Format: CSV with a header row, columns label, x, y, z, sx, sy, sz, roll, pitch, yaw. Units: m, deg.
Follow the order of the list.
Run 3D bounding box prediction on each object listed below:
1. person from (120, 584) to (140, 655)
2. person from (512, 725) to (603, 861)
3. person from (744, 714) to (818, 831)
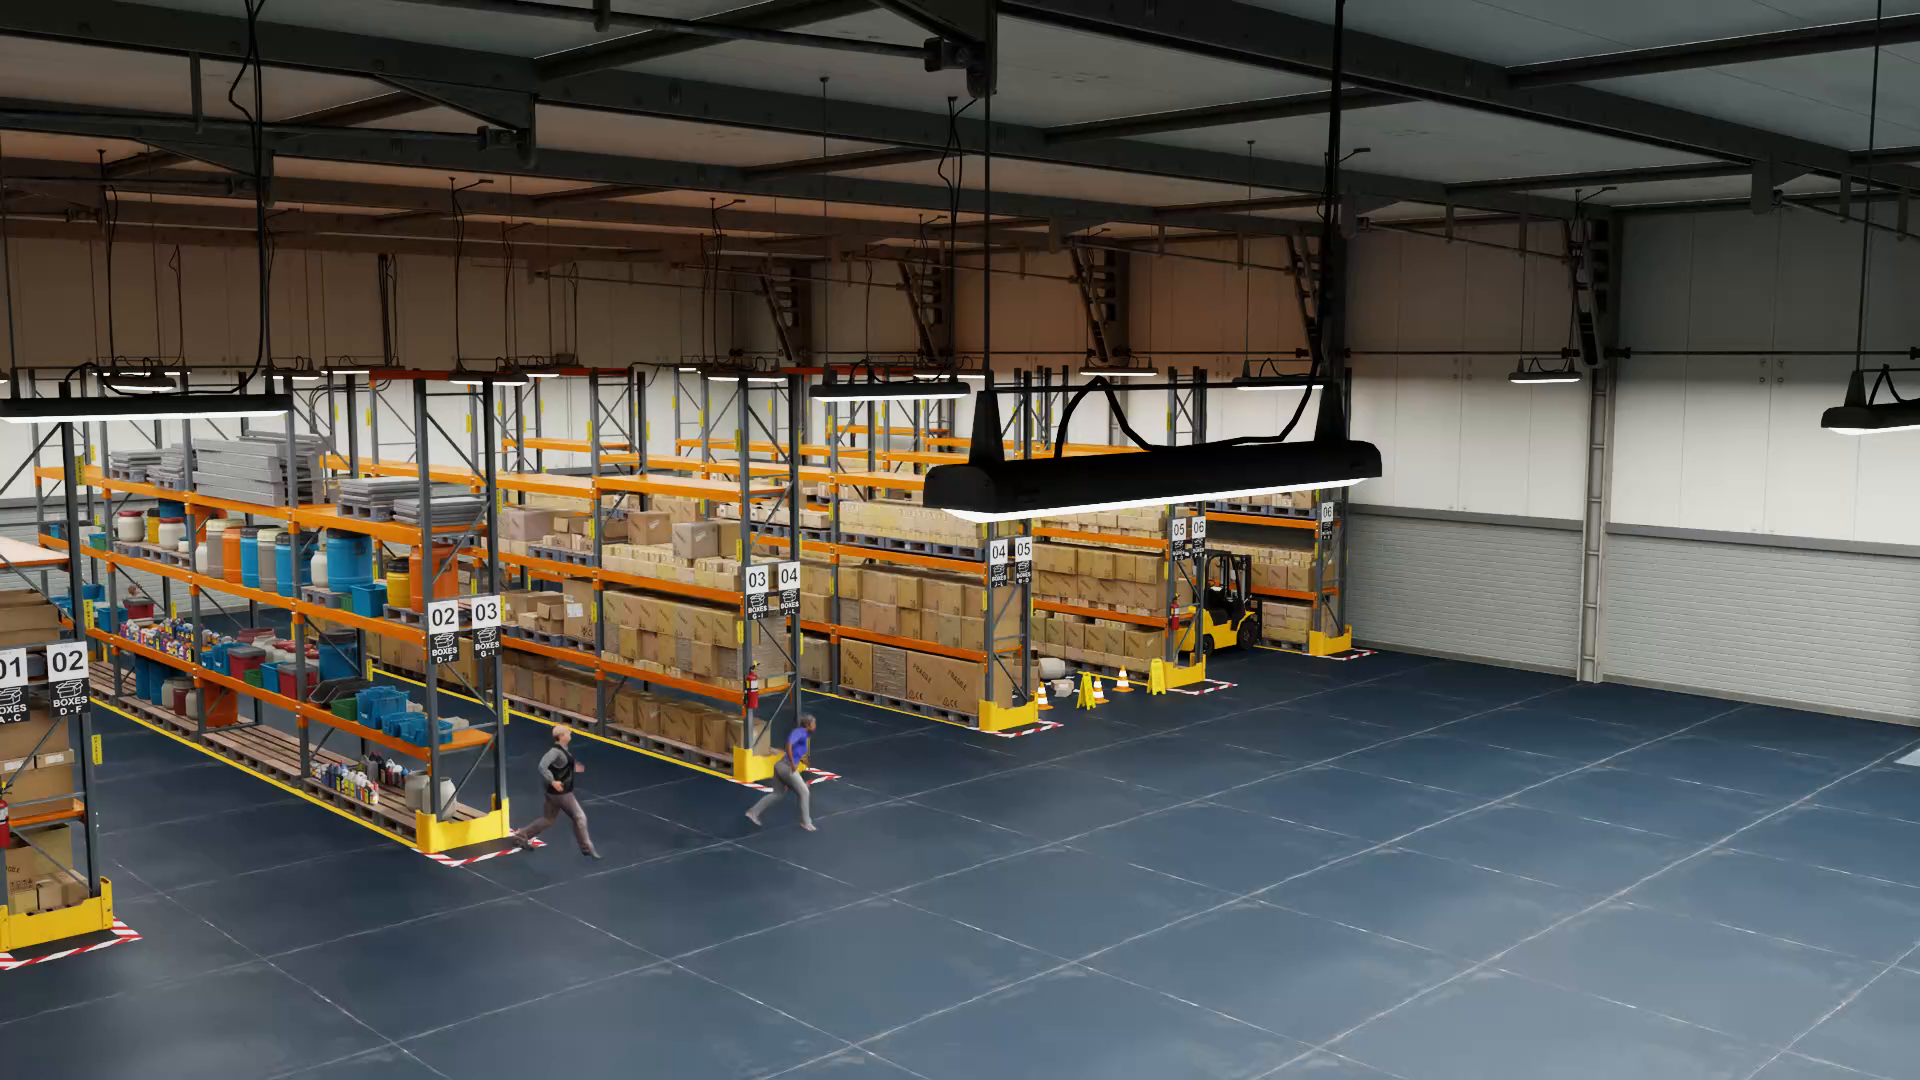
label,x,y,z,sx,sy,sz,roll,pitch,yaw
person,-16.902,1.686,34.168,0.860,1.572,0.611,-1,7,-12
person,-5.018,3.163,20.657,1.090,1.755,0.609,-3,7,-22
person,-2.348,3.106,21.906,0.966,1.615,0.613,-2,7,-13
